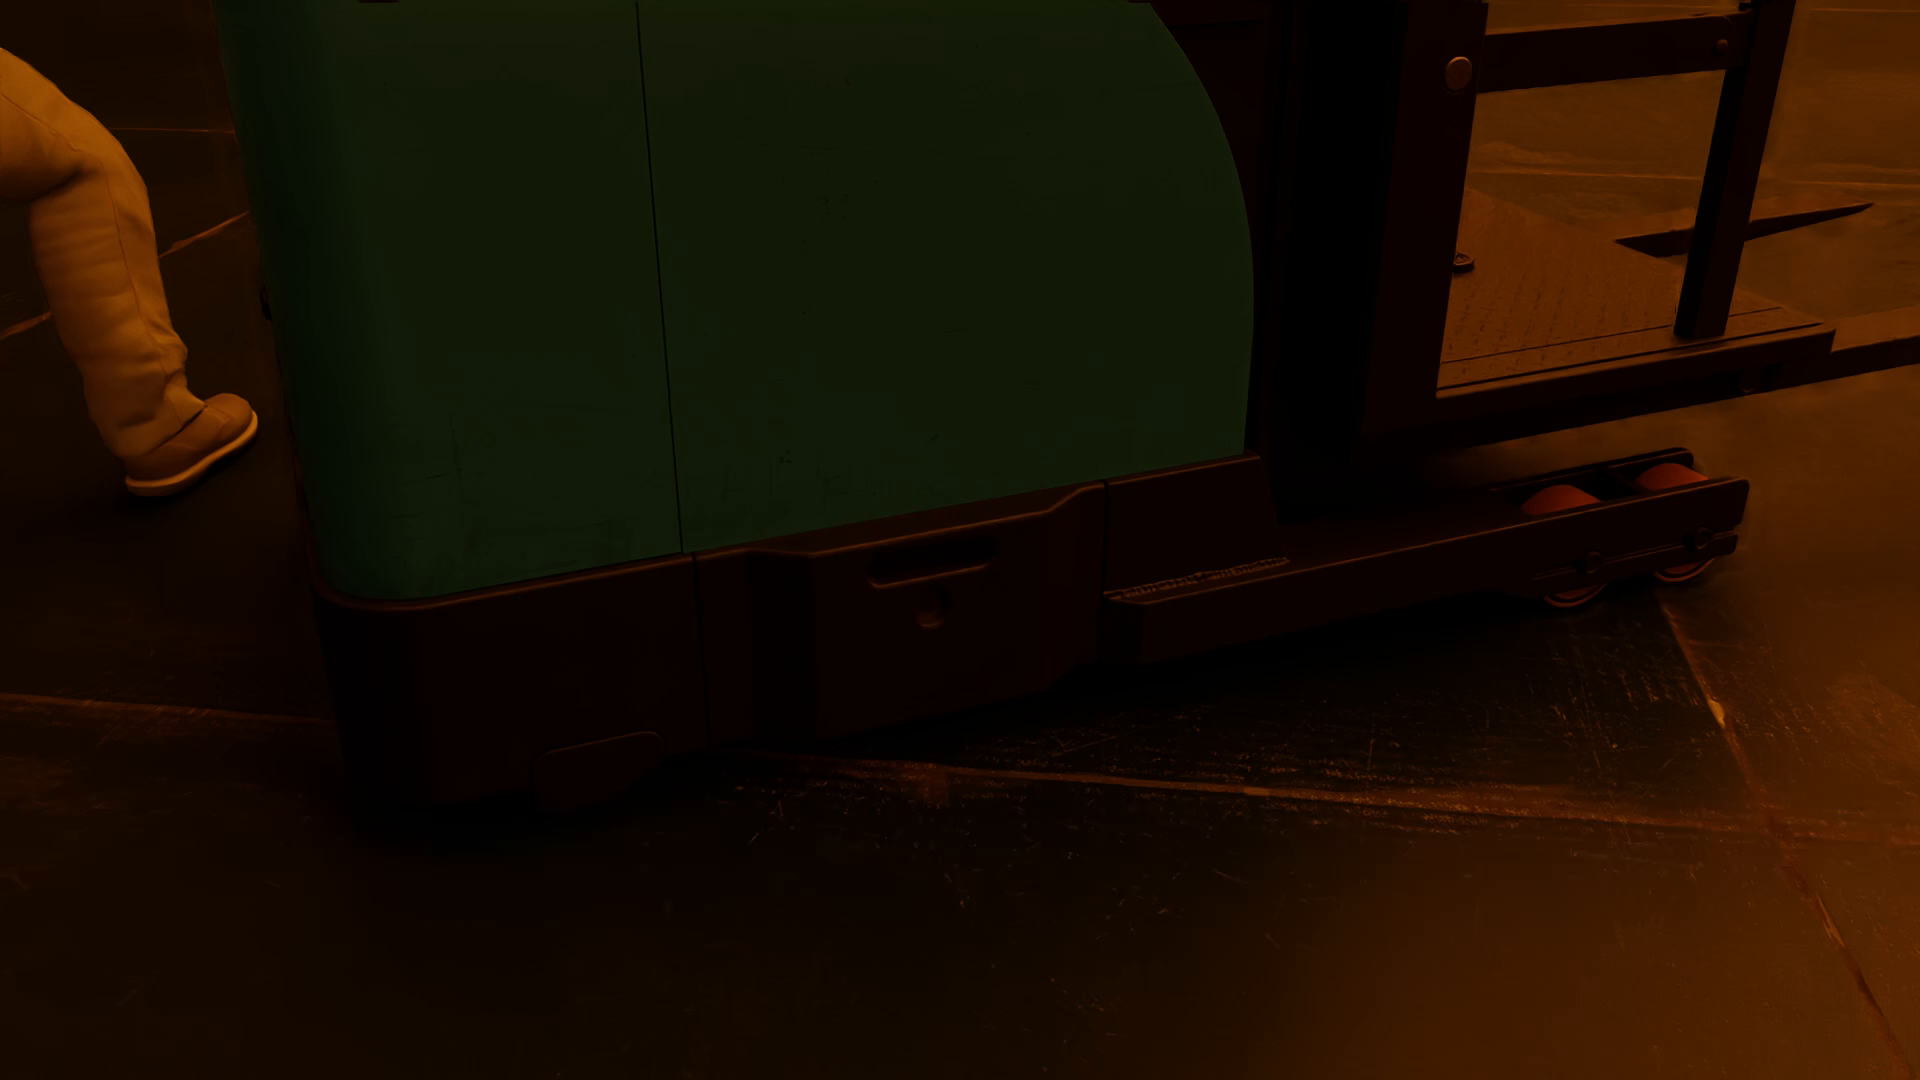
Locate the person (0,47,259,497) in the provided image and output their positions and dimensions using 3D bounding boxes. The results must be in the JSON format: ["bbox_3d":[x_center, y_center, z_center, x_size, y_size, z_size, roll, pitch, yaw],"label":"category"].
[{"bbox_3d":[-1.621,-0.841,2.409,0.840,1.574,0.760,3,27,5],"label":"person"}]

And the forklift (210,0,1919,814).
[{"bbox_3d":[0.564,-1.424,2.072,3.031,2.935,1.130,-11,28,-20],"label":"forklift"}]
